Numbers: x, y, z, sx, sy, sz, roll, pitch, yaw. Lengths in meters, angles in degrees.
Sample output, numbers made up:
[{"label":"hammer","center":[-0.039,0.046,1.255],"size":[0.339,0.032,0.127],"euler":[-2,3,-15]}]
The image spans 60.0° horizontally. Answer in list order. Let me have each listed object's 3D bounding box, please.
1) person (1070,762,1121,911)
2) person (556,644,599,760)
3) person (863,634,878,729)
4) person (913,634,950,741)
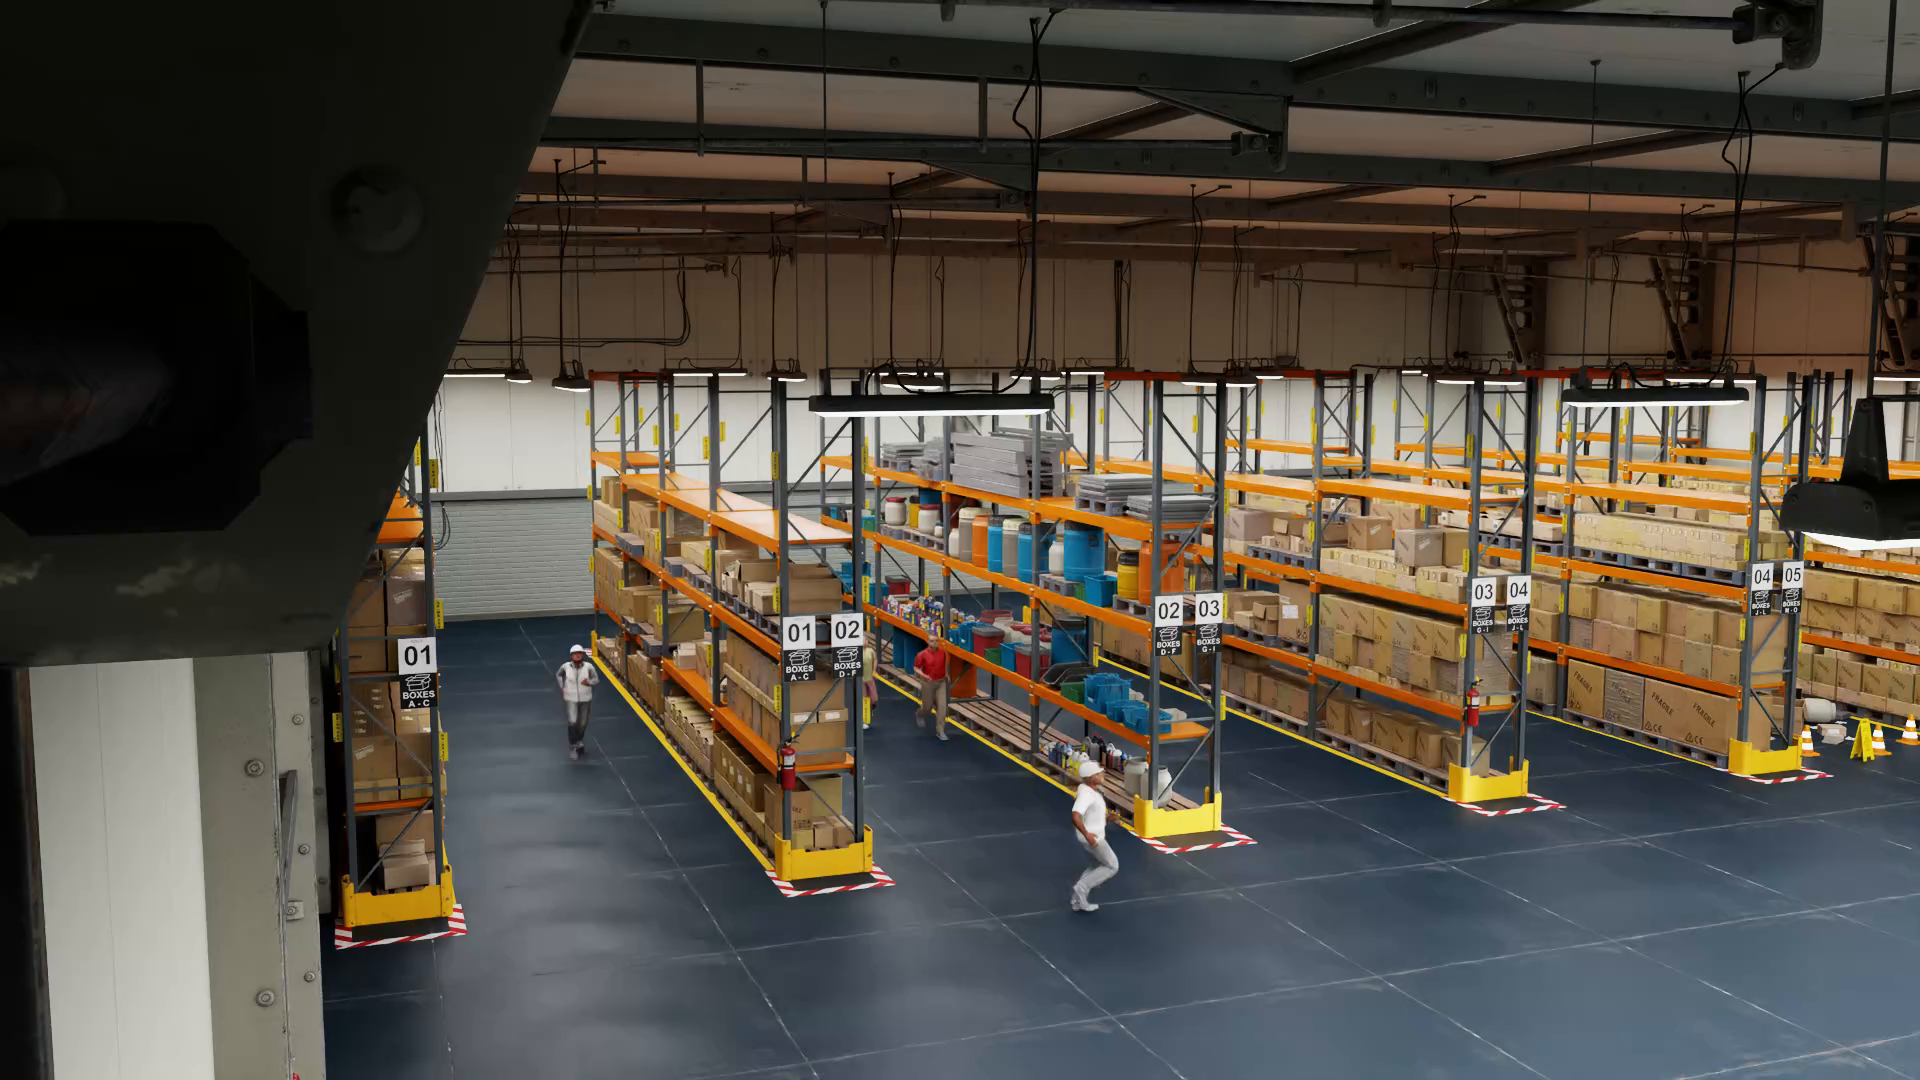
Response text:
[{"label":"person","center":[1.539,3.365,18.864],"size":[0.597,1.721,0.690],"euler":[0,6,0]},{"label":"person","center":[-6.031,2.541,26.294],"size":[0.635,1.820,0.795],"euler":[-2,7,-20]},{"label":"person","center":[-1.612,2.388,28.046],"size":[0.556,1.626,0.520],"euler":[-2,7,-21]},{"label":"person","center":[-0.450,2.411,27.552],"size":[0.673,1.716,0.903],"euler":[-3,7,-25]}]
